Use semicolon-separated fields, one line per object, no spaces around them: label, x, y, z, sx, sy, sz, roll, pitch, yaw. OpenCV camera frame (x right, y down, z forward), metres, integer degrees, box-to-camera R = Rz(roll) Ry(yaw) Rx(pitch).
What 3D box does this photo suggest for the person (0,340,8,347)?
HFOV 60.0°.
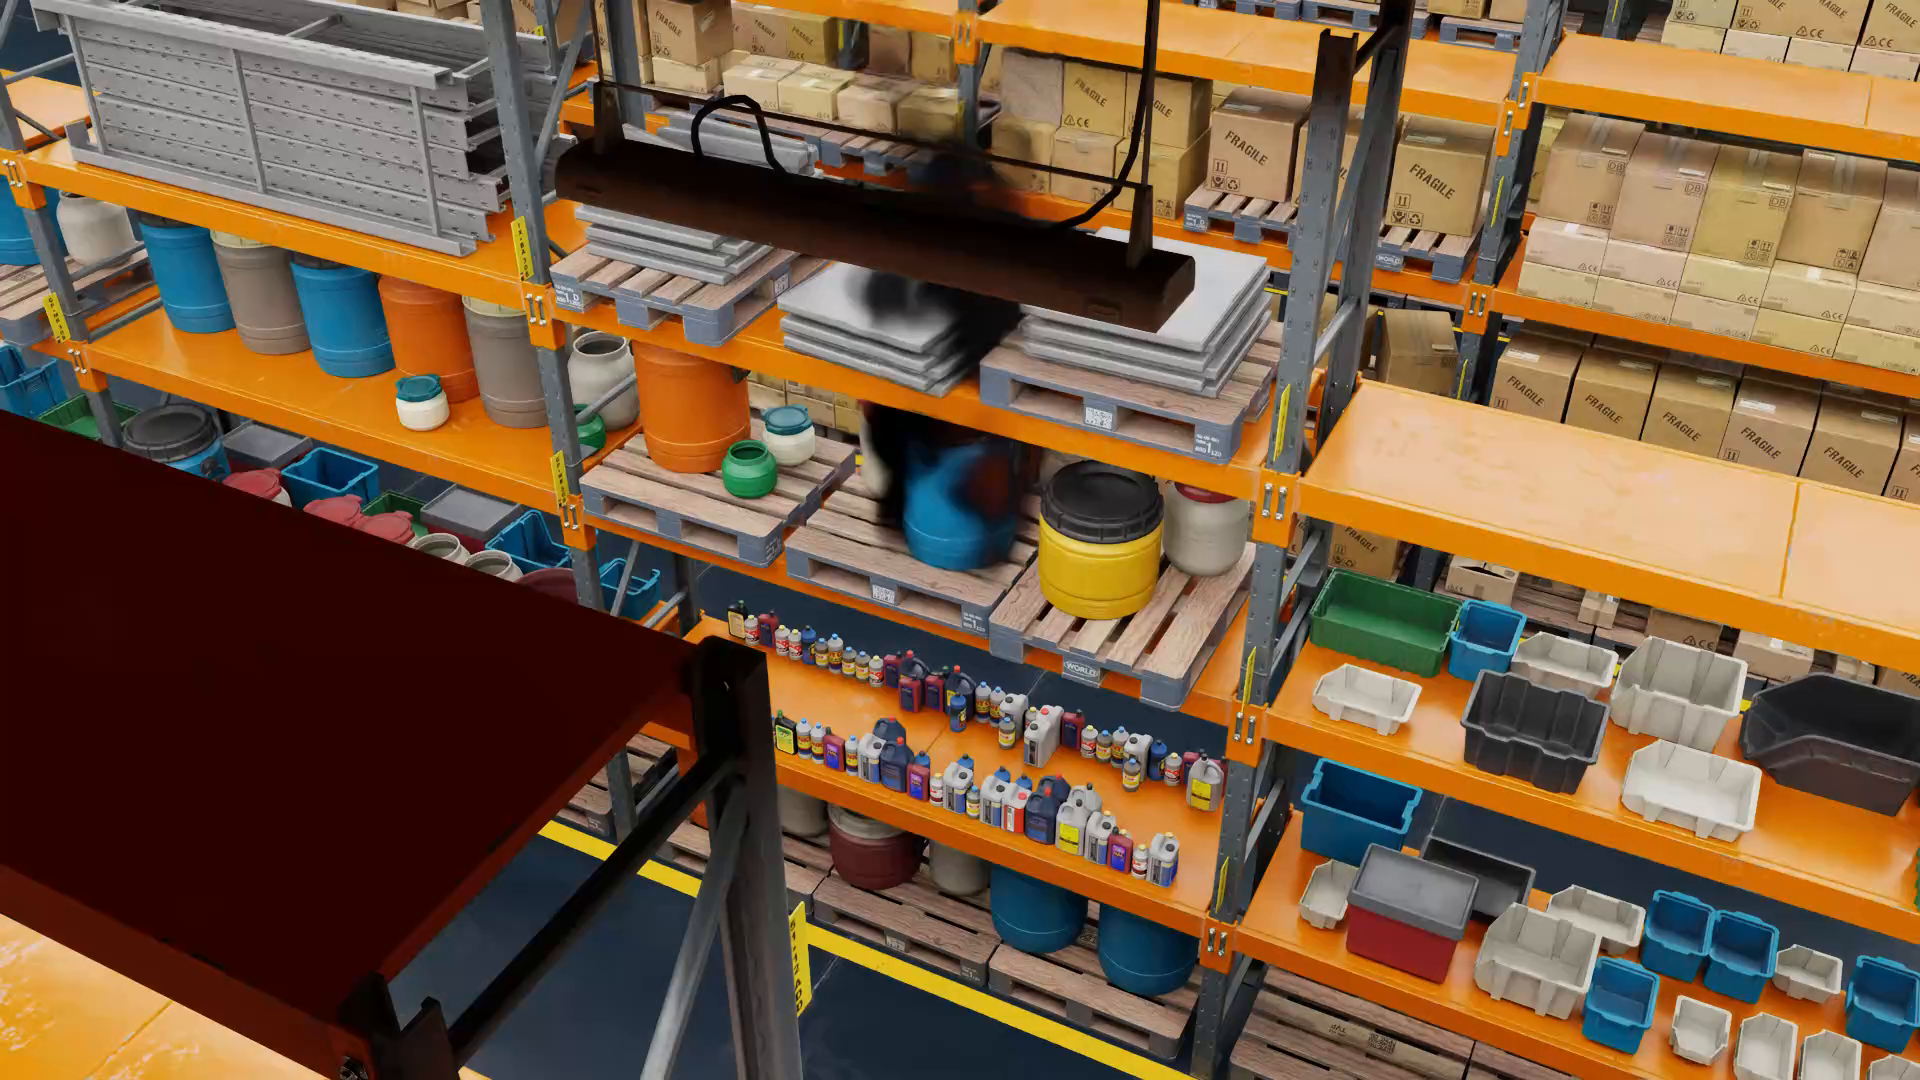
person;-8.628;-1.650;14.779;0.725;1.649;0.615;4;35;5
